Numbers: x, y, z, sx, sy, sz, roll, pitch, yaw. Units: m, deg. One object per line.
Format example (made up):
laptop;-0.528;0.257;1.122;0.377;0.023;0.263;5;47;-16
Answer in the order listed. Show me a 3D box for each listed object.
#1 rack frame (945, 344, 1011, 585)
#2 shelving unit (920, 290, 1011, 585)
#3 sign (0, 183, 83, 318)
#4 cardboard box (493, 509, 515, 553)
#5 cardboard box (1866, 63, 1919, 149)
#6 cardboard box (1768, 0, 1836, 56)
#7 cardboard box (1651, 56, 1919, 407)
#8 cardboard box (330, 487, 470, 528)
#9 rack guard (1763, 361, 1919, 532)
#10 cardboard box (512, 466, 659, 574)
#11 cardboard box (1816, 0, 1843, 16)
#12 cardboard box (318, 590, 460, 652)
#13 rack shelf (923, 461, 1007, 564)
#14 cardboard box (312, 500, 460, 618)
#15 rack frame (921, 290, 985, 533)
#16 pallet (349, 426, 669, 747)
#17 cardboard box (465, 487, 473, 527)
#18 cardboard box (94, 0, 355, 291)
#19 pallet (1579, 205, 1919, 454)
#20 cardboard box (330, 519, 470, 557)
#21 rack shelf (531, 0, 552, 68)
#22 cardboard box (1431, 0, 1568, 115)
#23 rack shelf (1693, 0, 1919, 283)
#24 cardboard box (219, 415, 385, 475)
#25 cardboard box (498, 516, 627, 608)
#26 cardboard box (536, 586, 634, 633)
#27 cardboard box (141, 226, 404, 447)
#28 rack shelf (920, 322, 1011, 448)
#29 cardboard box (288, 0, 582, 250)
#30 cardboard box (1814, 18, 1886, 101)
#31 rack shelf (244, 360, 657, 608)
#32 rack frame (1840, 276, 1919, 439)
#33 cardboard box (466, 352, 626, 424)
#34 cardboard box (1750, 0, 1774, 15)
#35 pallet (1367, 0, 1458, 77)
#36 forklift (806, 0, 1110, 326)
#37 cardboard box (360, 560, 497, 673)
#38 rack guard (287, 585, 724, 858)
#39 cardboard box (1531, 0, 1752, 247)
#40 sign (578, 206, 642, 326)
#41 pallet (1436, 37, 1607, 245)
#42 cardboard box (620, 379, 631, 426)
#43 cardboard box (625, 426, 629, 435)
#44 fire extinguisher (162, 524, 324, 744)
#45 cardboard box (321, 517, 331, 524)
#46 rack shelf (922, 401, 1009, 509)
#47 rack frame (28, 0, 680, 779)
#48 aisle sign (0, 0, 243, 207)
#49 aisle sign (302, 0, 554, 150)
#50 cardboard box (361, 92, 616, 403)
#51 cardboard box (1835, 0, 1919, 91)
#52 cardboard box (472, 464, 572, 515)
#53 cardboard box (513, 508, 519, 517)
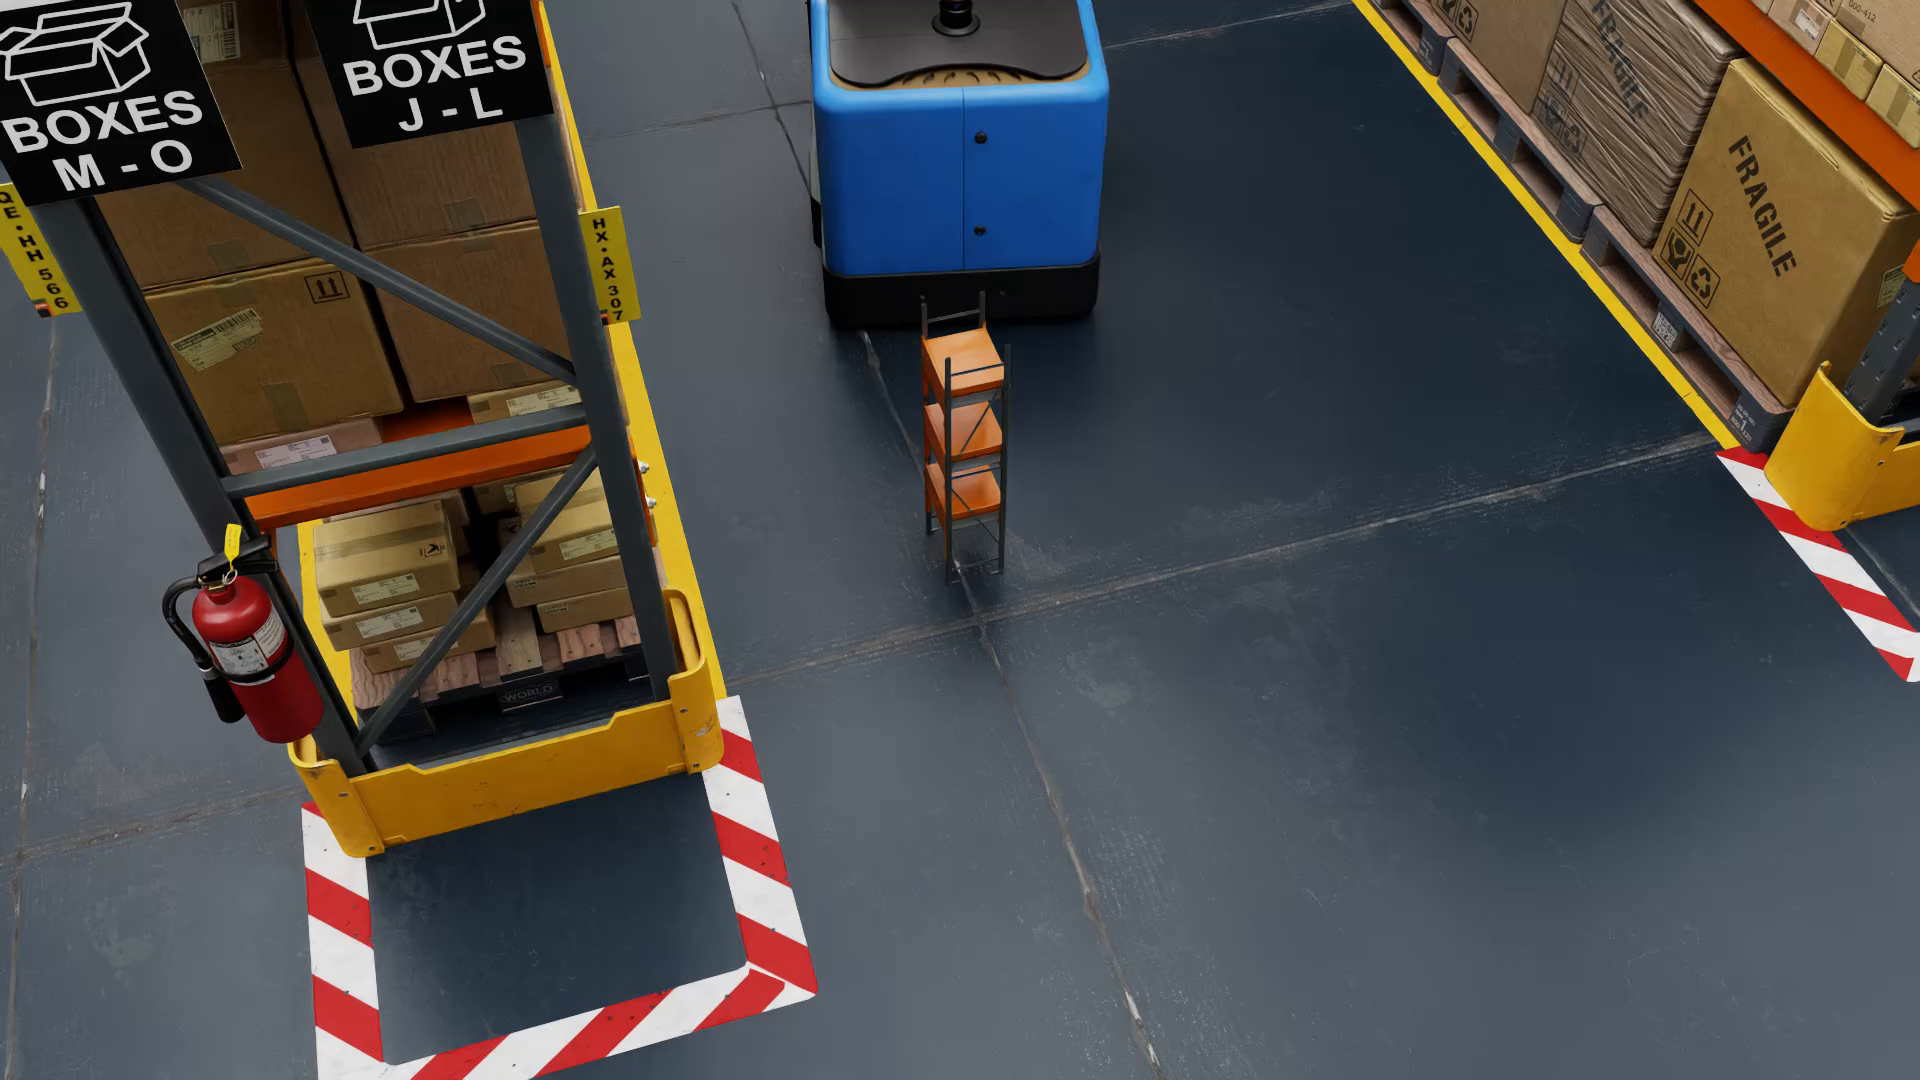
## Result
rack frame;0.052;-0.210;5.241;0.200;1.050;0.008;-13;51;-11
shelving unit;0.016;-0.299;5.316;0.215;1.050;0.252;-13;51;-11
sign;-1.842;-0.573;3.307;0.100;0.325;0.005;-13;51;-11
cardboard box;-1.311;-0.053;5.423;0.380;0.149;0.250;-13;51;-11
cardboard box;3.042;-1.362;5.100;0.380;0.149;0.250;-12;51;-10
cardboard box;2.890;-1.736;5.415;0.380;0.149;0.250;-13;51;-11
cardboard box;3.196;-1.157;5.878;0.875;0.875;0.875;-13;51;-11
cardboard box;-1.724;-0.143;5.110;0.380;0.149;0.250;-12;51;-10
rack guard;3.469;-0.434;5.789;1.175;0.500;0.348;-13;51;-11
cardboard box;-1.137;-0.077;5.054;0.380;0.149;0.250;-15;52;-13
cardboard box;2.915;-1.969;5.352;0.500;0.250;0.500;-14;51;-12
cardboard box;-1.735;0.157;5.051;0.380;0.149;0.250;-15;51;-12
rack shelf;0.016;-0.113;5.536;0.215;0.259;0.240;-13;51;-11
cardboard box;-1.705;0.053;4.944;0.380;0.149;0.250;-13;51;-11
rack frame;-0.020;-0.388;5.391;0.200;1.050;0.008;-13;51;-11
pallet;-1.535;0.033;5.584;1.003;0.211;1.213;-13;51;-11
cardboard box;-1.830;-0.140;5.496;0.380;0.149;0.250;-14;51;-11
cardboard box;-1.679;-0.938;3.665;0.500;0.500;0.500;-14;51;-12
pallet;3.150;-0.924;6.391;1.003;0.211;1.213;-13;51;-11
cardboard box;-1.761;-0.046;5.222;0.380;0.149;0.250;-14;51;-12
rack shelf;-1.898;-2.405;4.324;1.077;0.370;4.000;-13;51;-11
cardboard box;2.664;-2.471;6.987;0.875;0.875;0.875;-13;51;-11
rack shelf;2.870;-2.486;6.354;1.077;0.370;4.000;-13;51;-11
cardboard box;-1.673;-0.302;4.207;0.380;0.149;0.250;-13;51;-11
cardboard box;-1.216;0.038;5.152;0.380;0.149;0.250;-11;51;-9
cardboard box;-1.155;0.119;5.278;0.380;0.149;0.250;-12;51;-10
cardboard box;-1.685;-0.607;4.040;0.500;0.500;0.500;-12;51;-10
rack shelf;0.016;-0.475;5.107;0.215;0.259;0.240;-13;51;-11
cardboard box;-1.185;-1.048;3.757;0.500;0.500;0.500;-14;51;-11
cardboard box;2.963;-1.551;5.260;0.380;0.149;0.250;-13;51;-11
rack shelf;-1.898;-1.438;5.471;1.077;0.370;4.000;-13;51;-11
rack frame;3.462;-1.257;4.848;1.000;3.000;0.127;-13;51;-11
cardboard box;-1.089;-0.439;4.322;0.380;0.149;0.250;-14;51;-11
cardboard box;2.817;-1.918;5.569;0.380;0.149;0.250;-13;51;-10
pallet;2.429;-2.706;7.894;1.003;0.211;1.213;-13;51;-11
forklift;-0.095;-2.893;6.272;1.130;2.935;3.031;-3;50;-3
cardboard box;-1.661;0.237;5.178;0.380;0.149;0.250;-13;51;-10
rack guard;-1.329;0.541;4.967;1.175;0.500;0.348;-13;51;-11
cardboard box;2.927;-1.821;6.439;0.875;0.875;0.875;-13;51;-11
sign;-0.788;-0.611;3.737;0.100;0.325;0.005;-13;51;-11
pallet;2.793;-1.814;7.141;1.003;0.211;1.213;-13;51;-11
cardboard box;-1.285;-0.464;5.380;0.380;0.149;0.250;-13;51;-11
cardboard box;-1.362;-0.445;5.753;0.380;0.149;0.250;-13;51;-11
fire extinguisher;-1.673;0.224;3.894;0.296;0.674;0.183;-13;51;-11
cardboard box;-1.890;-0.222;5.370;0.380;0.149;0.250;-15;52;-12
rack shelf;0.016;-0.292;5.324;0.215;0.259;0.240;-13;51;-11
rack frame;-1.306;-0.209;3.964;1.000;3.000;0.127;-13;51;-11
aisle sign;-1.571;-0.926;2.868;0.394;0.787;0.004;-13;51;-11
aisle sign;-0.998;-1.062;2.983;0.394;0.787;0.004;-13;51;-11
cardboard box;-1.175;-0.728;4.142;0.500;0.500;0.500;-11;51;-9
cardboard box;3.065;-1.598;5.039;0.500;0.250;0.500;-14;51;-12
cardboard box;-1.333;-0.251;5.201;0.380;0.149;0.250;-12;51;-10
cardboard box;-1.243;-0.175;5.331;0.380;0.149;0.250;-14;51;-11
